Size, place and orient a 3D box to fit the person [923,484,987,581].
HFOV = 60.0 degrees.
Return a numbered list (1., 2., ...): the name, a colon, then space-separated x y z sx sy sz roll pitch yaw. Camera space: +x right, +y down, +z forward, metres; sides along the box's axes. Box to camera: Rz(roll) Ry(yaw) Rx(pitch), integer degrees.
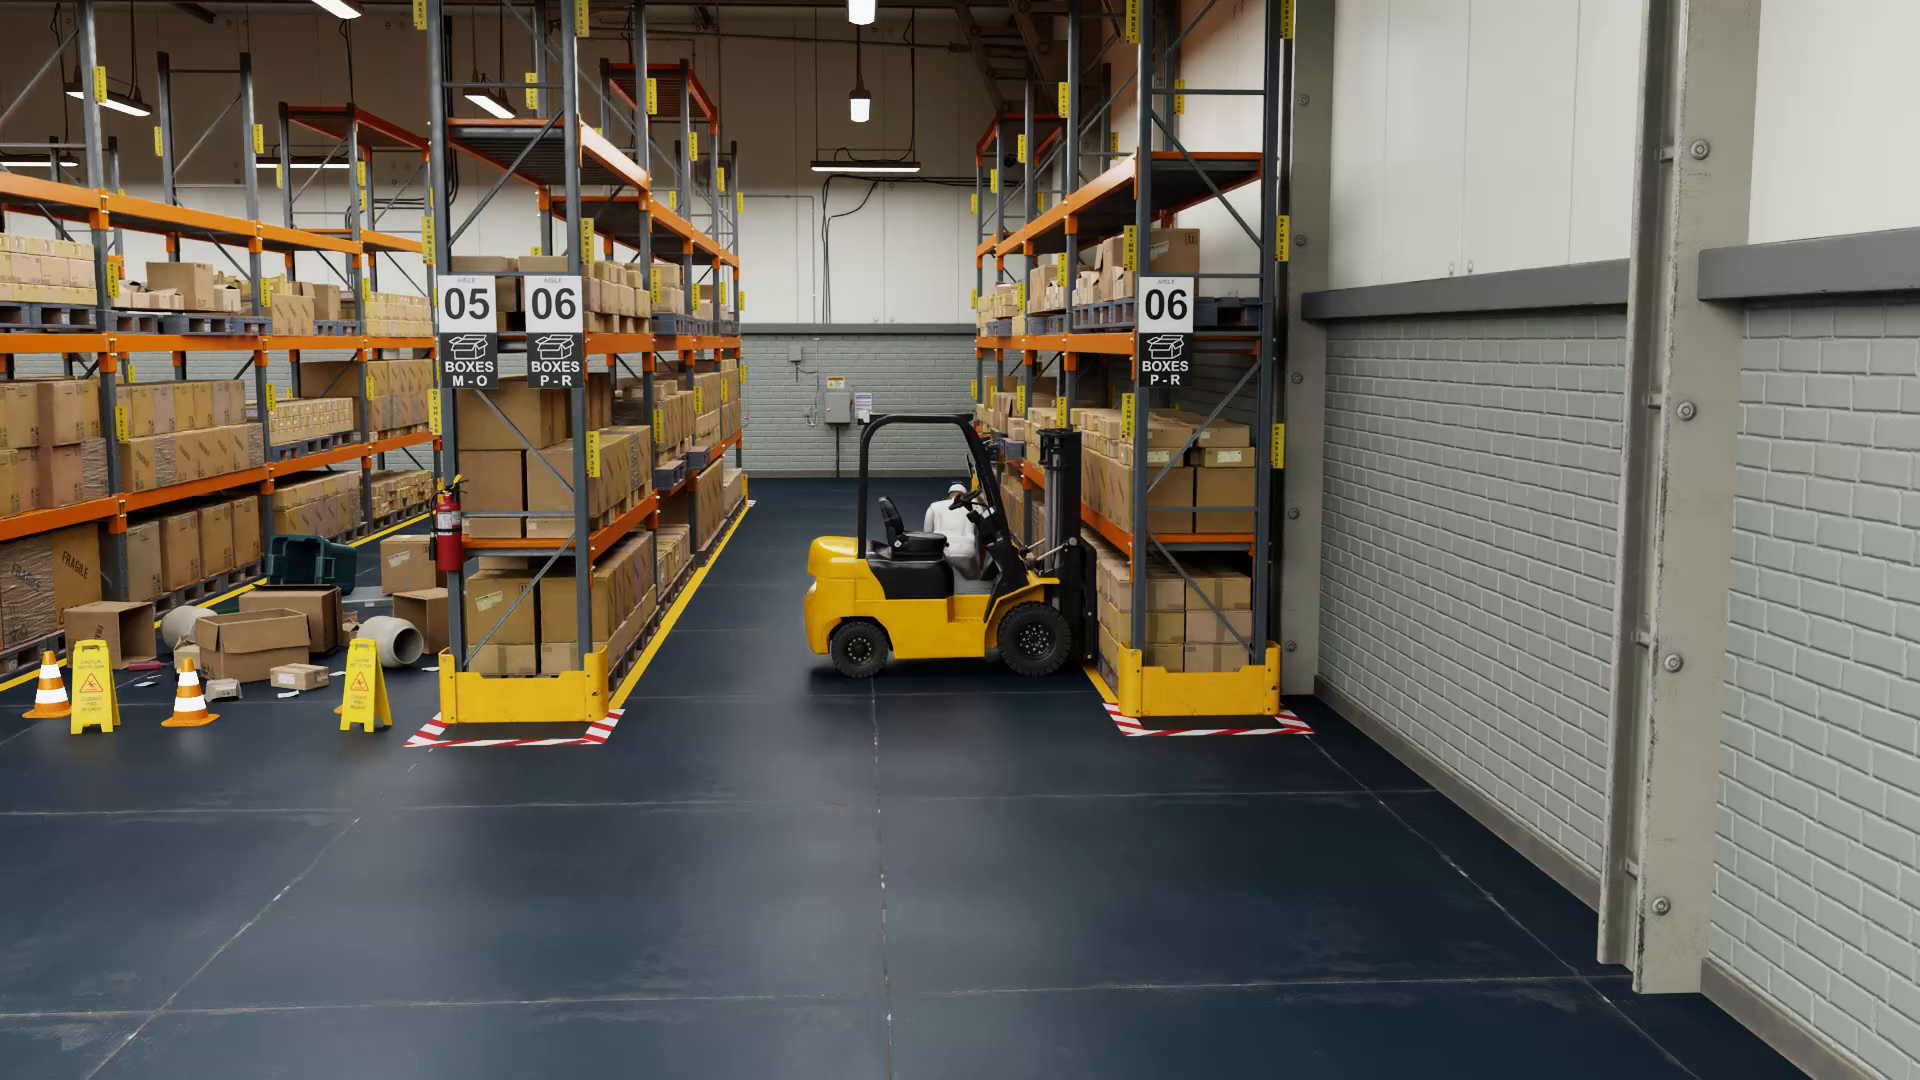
1. person: -0.066 0.141 16.251 0.631 1.343 0.792 1 7 10
